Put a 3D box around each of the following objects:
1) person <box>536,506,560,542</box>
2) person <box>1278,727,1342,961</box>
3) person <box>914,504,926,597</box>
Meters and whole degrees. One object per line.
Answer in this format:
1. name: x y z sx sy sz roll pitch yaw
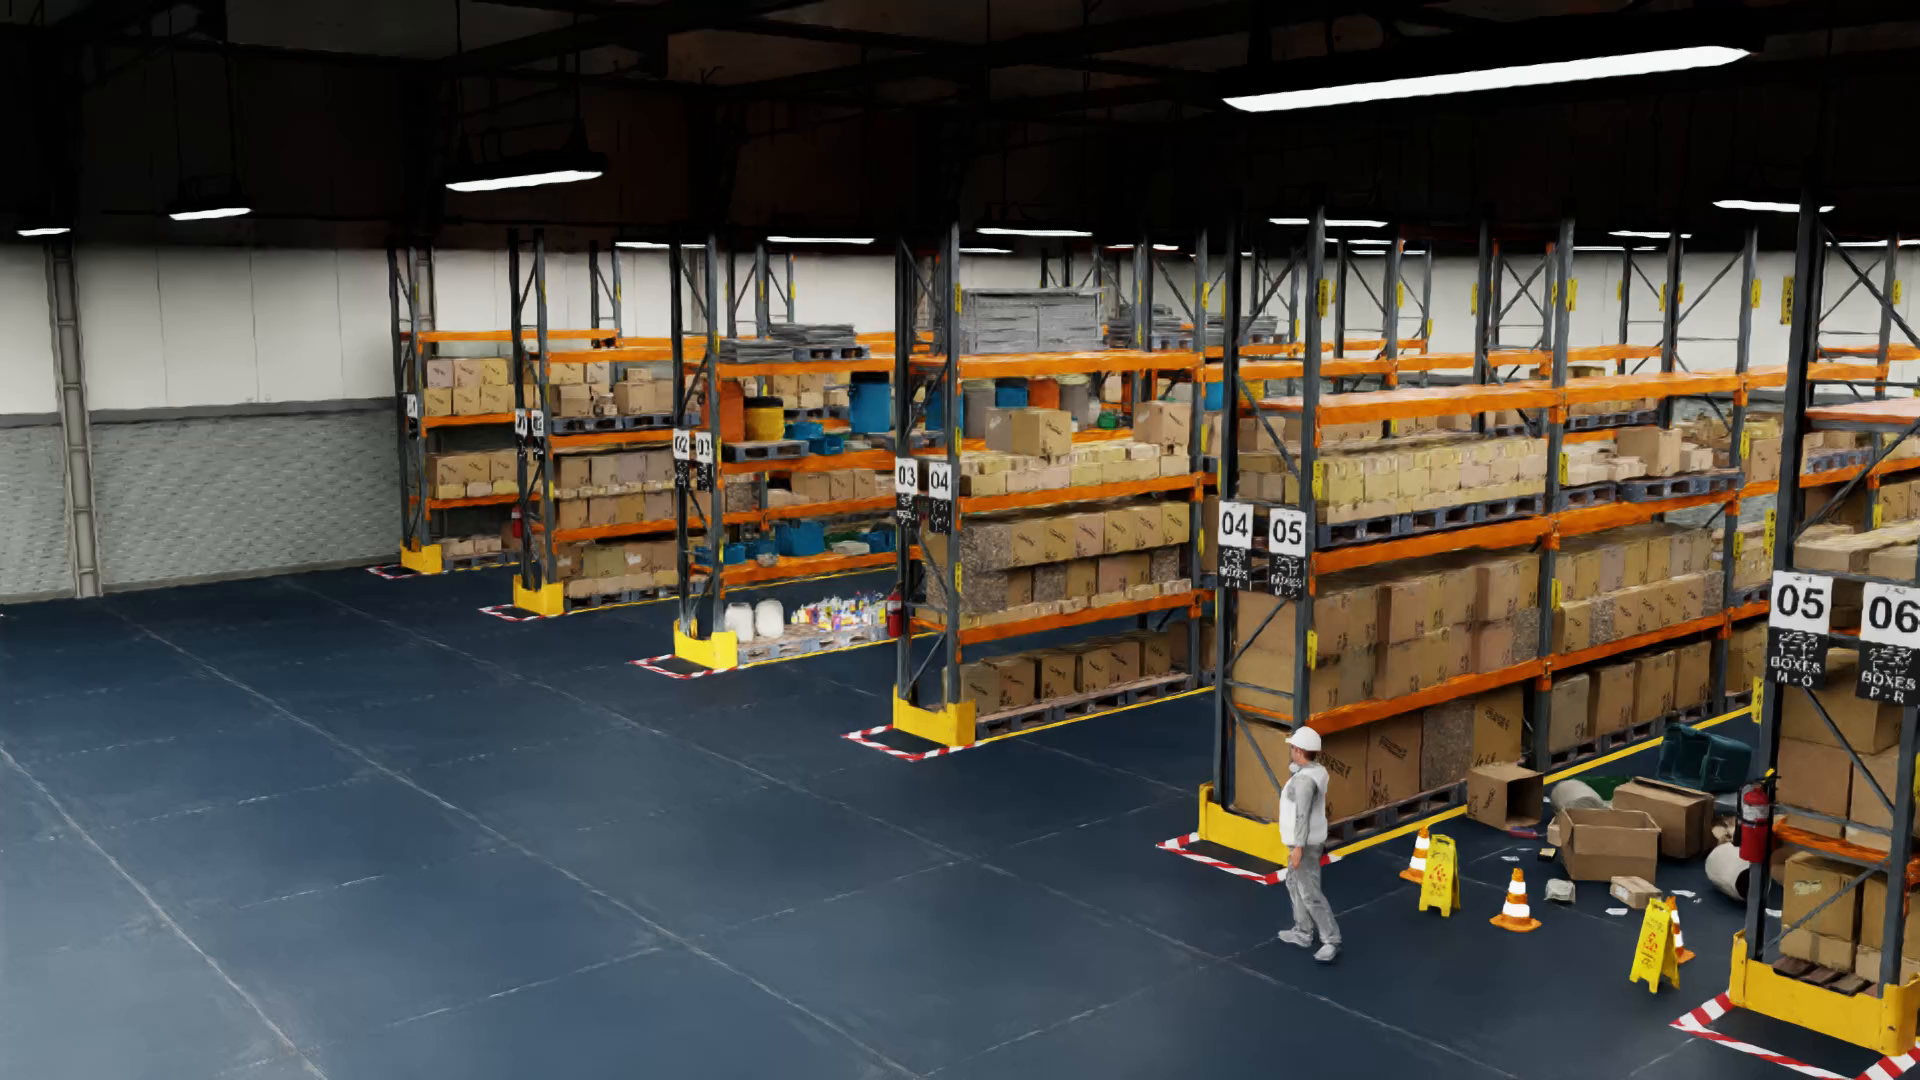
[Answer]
1. person: -7.230 -0.278 29.937 0.706 1.698 0.801 5 10 29
2. person: 2.742 2.334 12.932 0.536 1.765 0.627 4 9 22
3. person: -0.747 0.098 27.590 0.416 1.678 0.507 3 9 19
